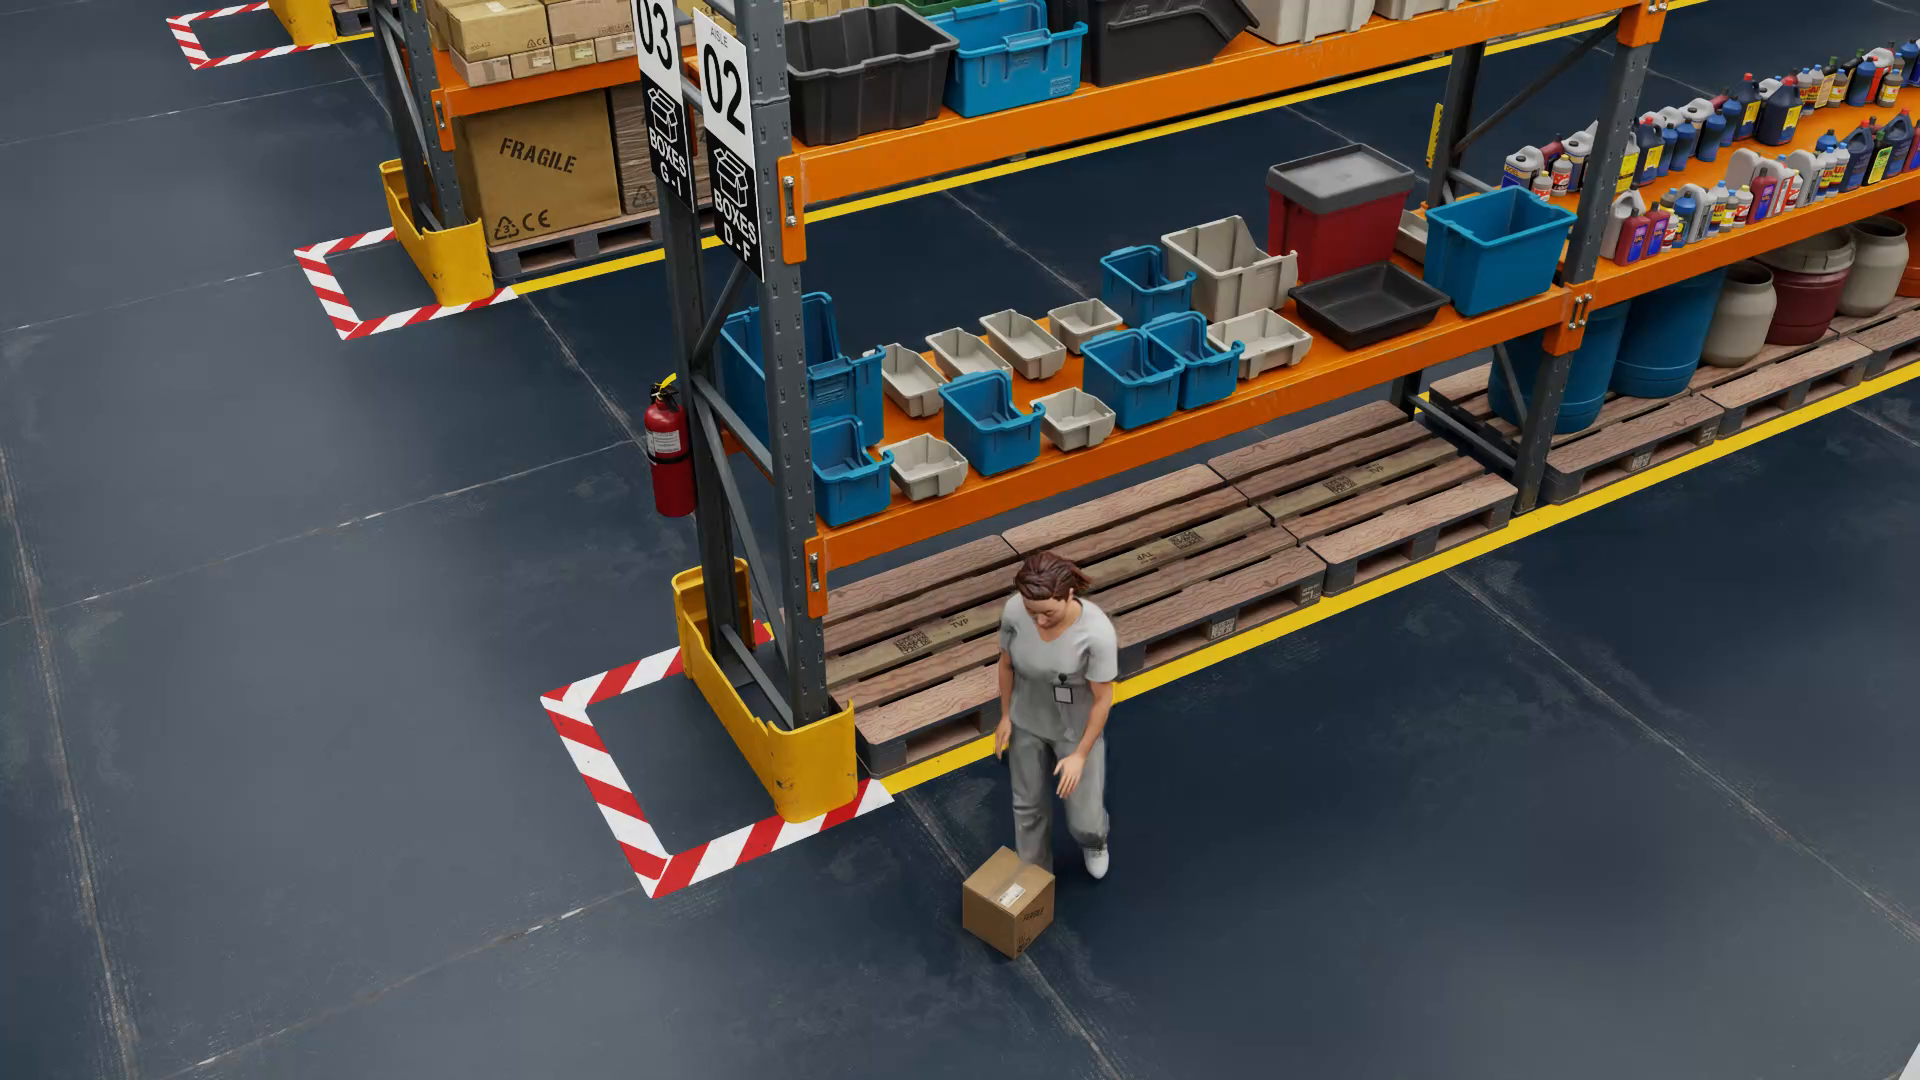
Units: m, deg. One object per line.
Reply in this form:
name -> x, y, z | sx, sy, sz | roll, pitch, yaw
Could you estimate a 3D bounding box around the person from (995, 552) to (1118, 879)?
person -> 0.346, 0.682, 5.996 | 0.472, 1.663, 0.571 | 15, 40, 19
